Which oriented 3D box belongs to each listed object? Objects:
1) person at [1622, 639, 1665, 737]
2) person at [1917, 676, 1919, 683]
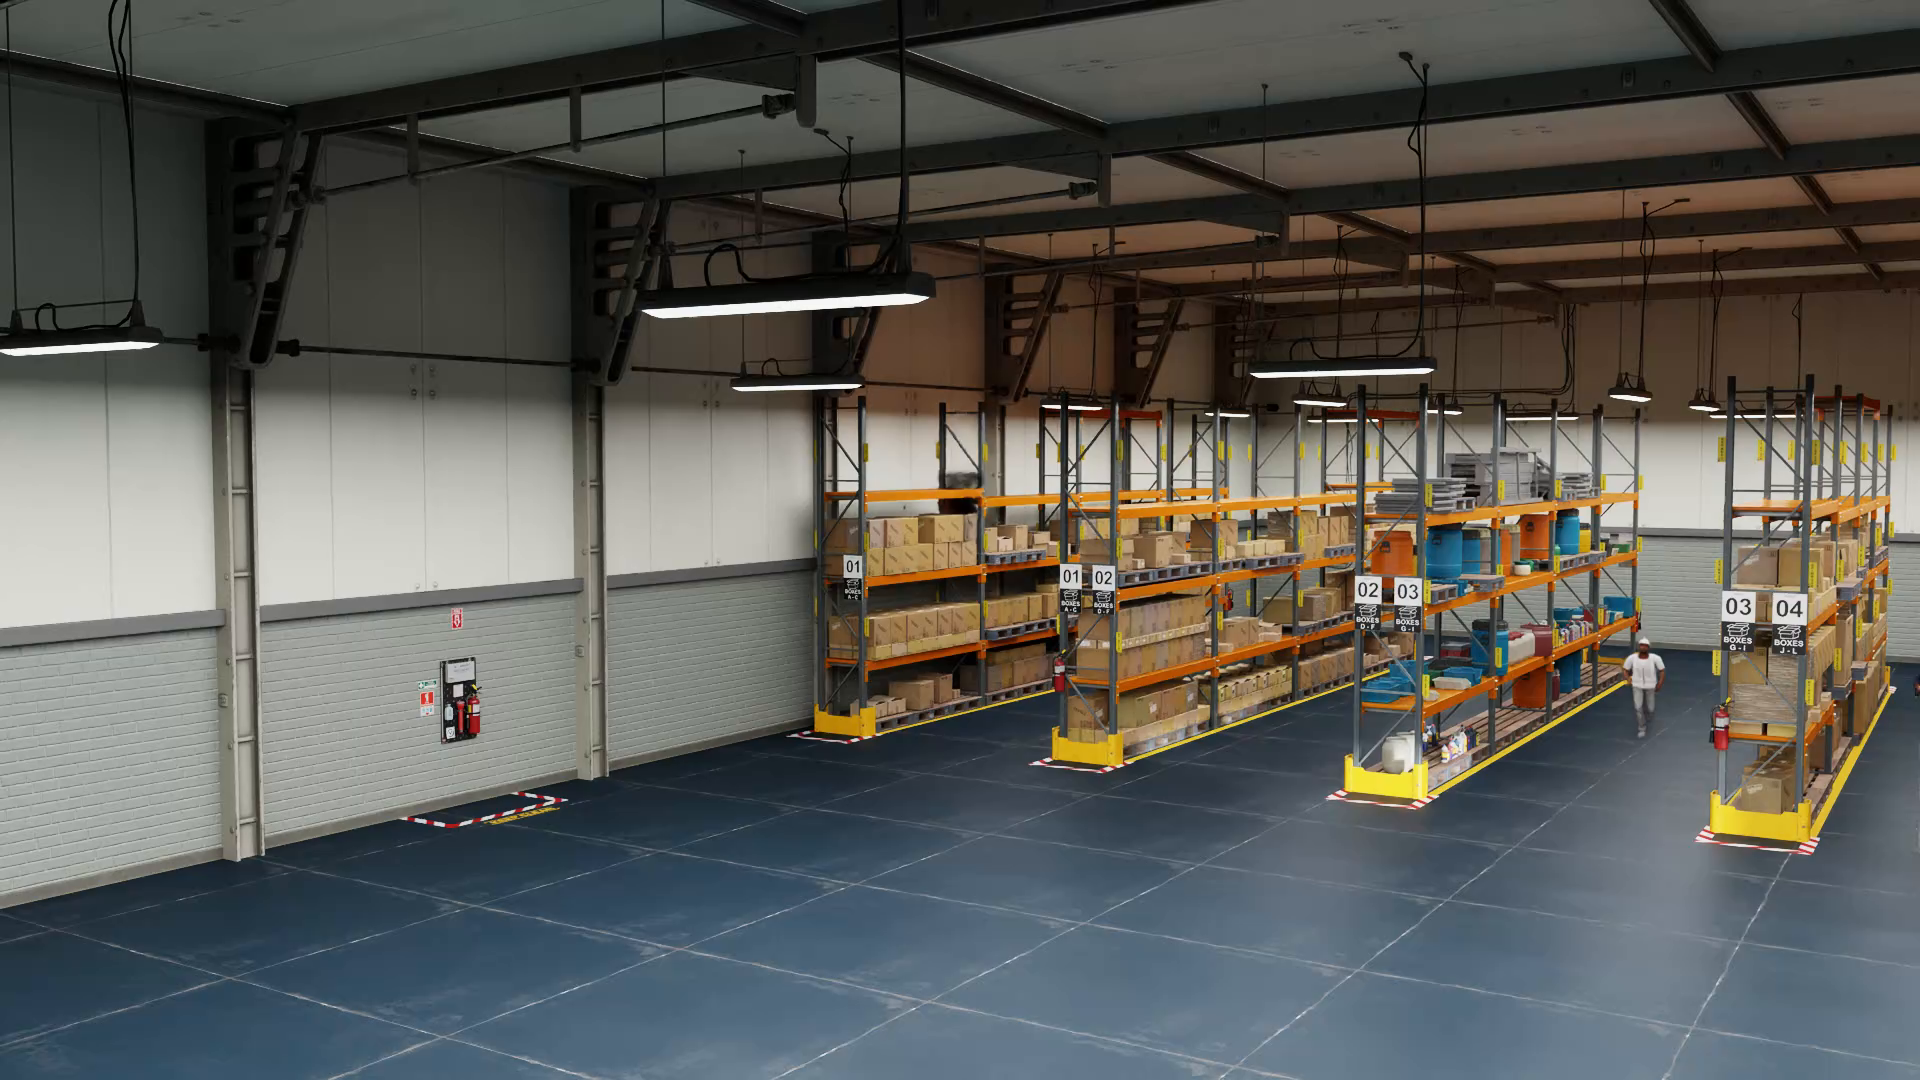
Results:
[{"bbox_3d":[12.138,2.606,29.534,0.715,1.722,0.758,1,3,20],"label":"person"},{"bbox_3d":[16.362,2.839,27.910,0.548,1.428,0.568,2,3,27],"label":"person"}]
